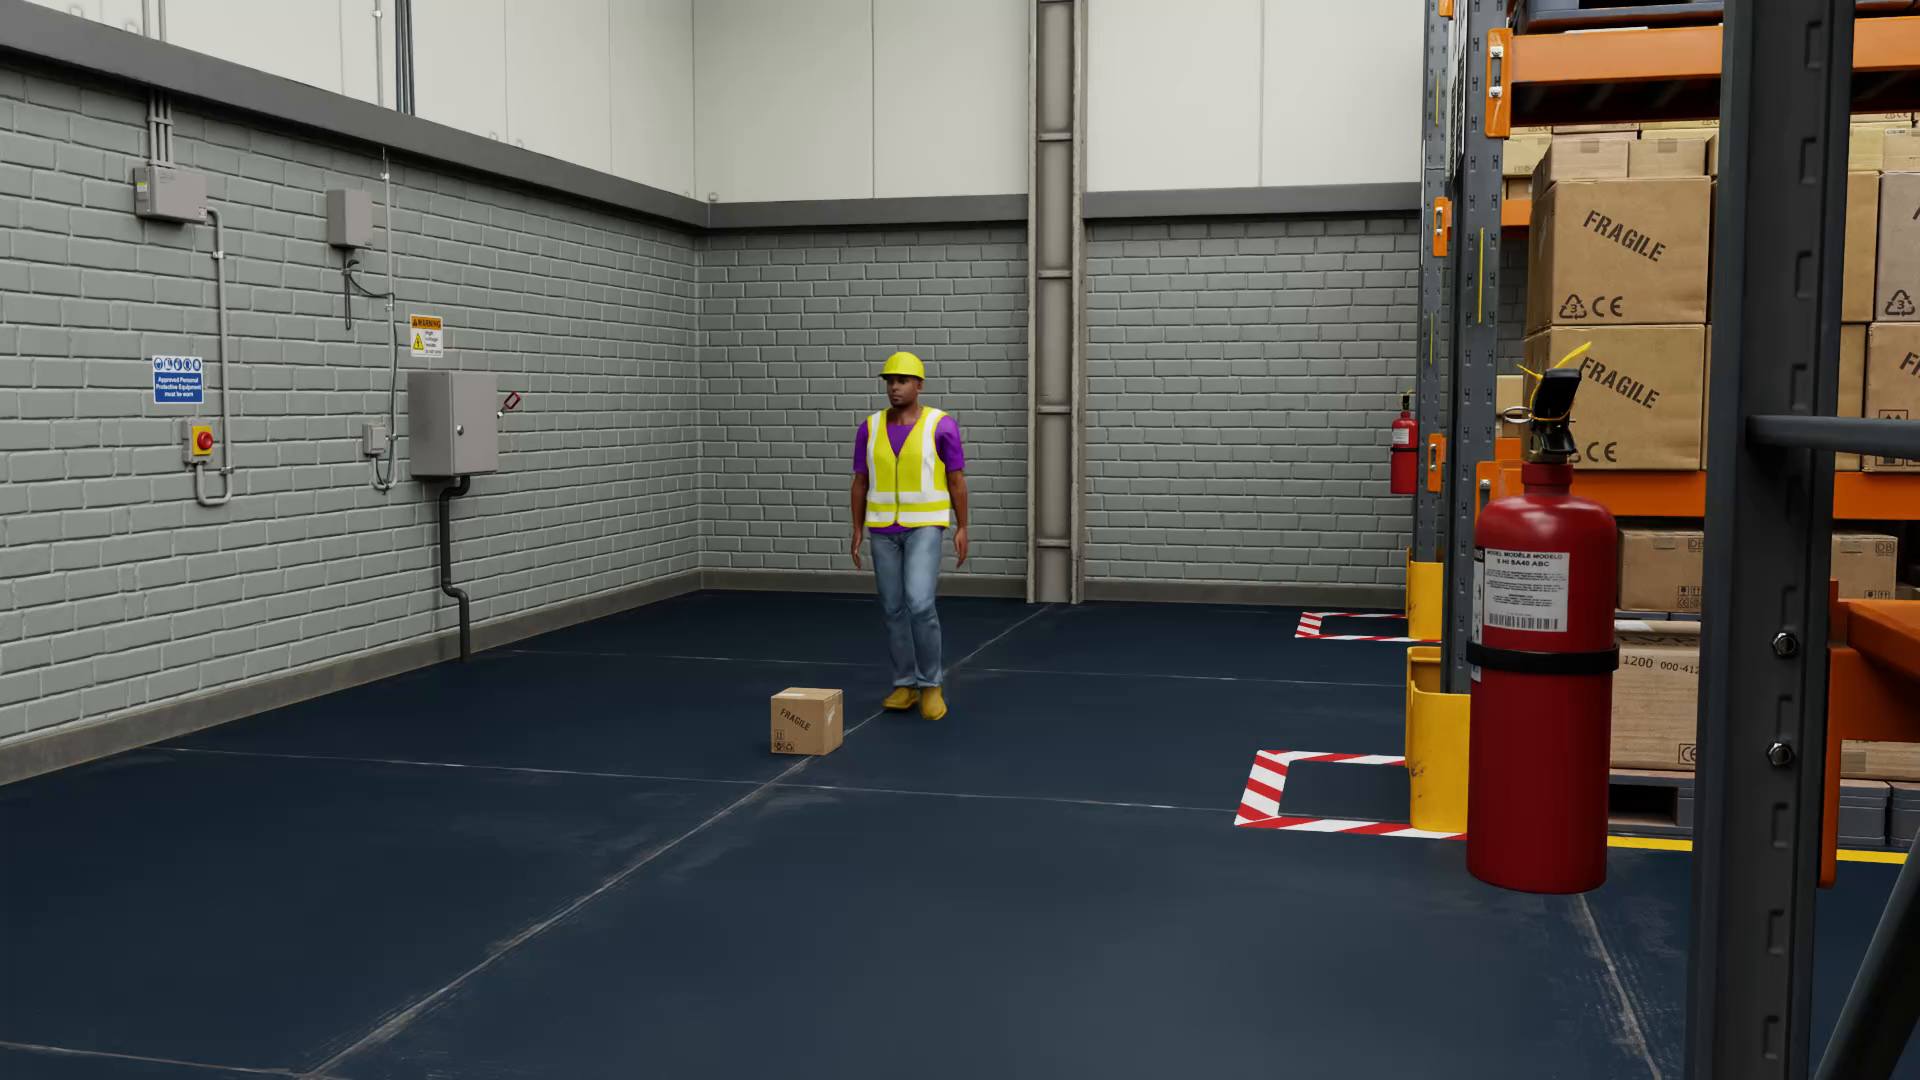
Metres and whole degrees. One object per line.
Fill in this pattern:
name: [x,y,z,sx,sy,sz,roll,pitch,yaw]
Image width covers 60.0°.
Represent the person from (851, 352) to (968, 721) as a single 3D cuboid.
person: [-0.275,-0.027,8.187,0.590,1.791,0.445,2,5,19]
